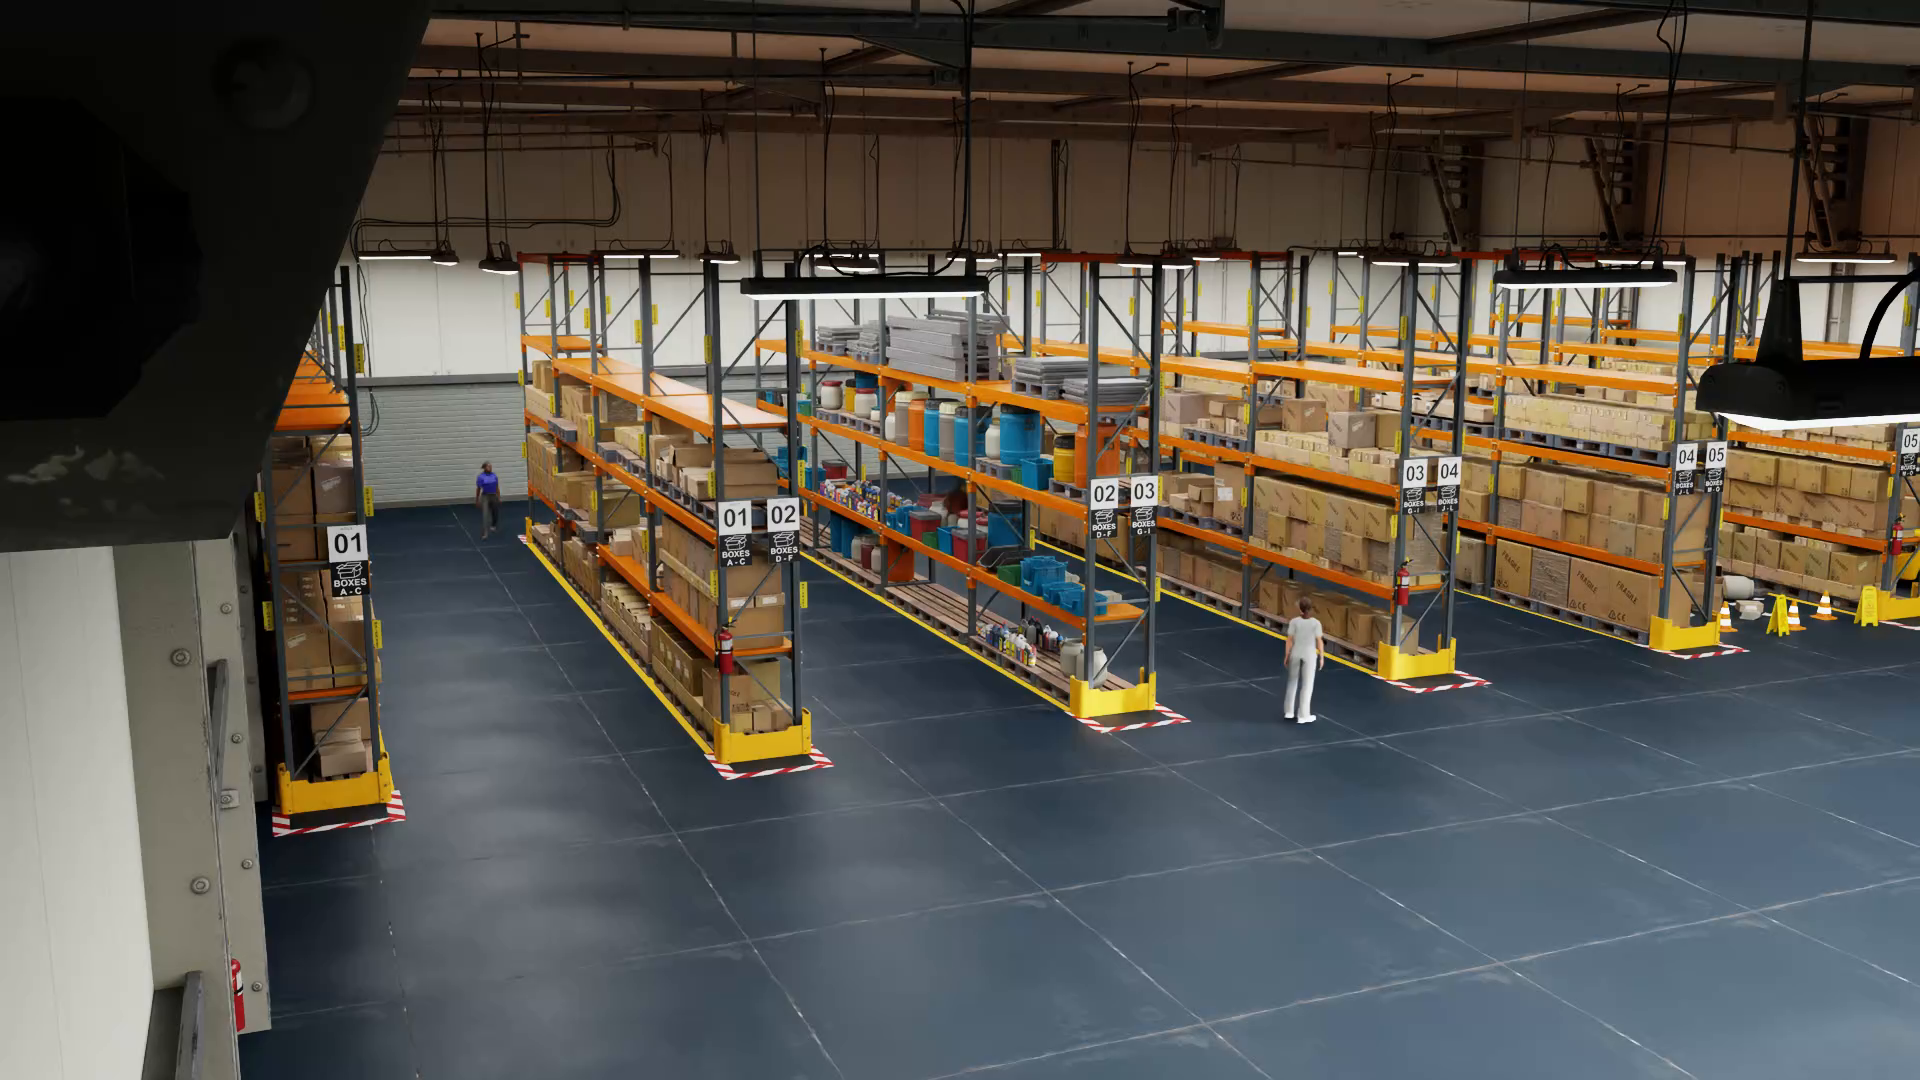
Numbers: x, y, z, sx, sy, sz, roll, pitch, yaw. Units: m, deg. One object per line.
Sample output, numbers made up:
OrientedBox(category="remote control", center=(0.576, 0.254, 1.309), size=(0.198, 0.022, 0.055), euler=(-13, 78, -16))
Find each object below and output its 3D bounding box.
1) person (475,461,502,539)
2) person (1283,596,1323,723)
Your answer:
OrientedBox(category="person", center=(-10.015, -0.873, 35.285), size=(0.535, 1.606, 0.952), euler=(-4, 11, -20))
OrientedBox(category="person", center=(4.537, 1.569, 21.904), size=(0.504, 1.691, 0.452), euler=(5, 11, 24))
